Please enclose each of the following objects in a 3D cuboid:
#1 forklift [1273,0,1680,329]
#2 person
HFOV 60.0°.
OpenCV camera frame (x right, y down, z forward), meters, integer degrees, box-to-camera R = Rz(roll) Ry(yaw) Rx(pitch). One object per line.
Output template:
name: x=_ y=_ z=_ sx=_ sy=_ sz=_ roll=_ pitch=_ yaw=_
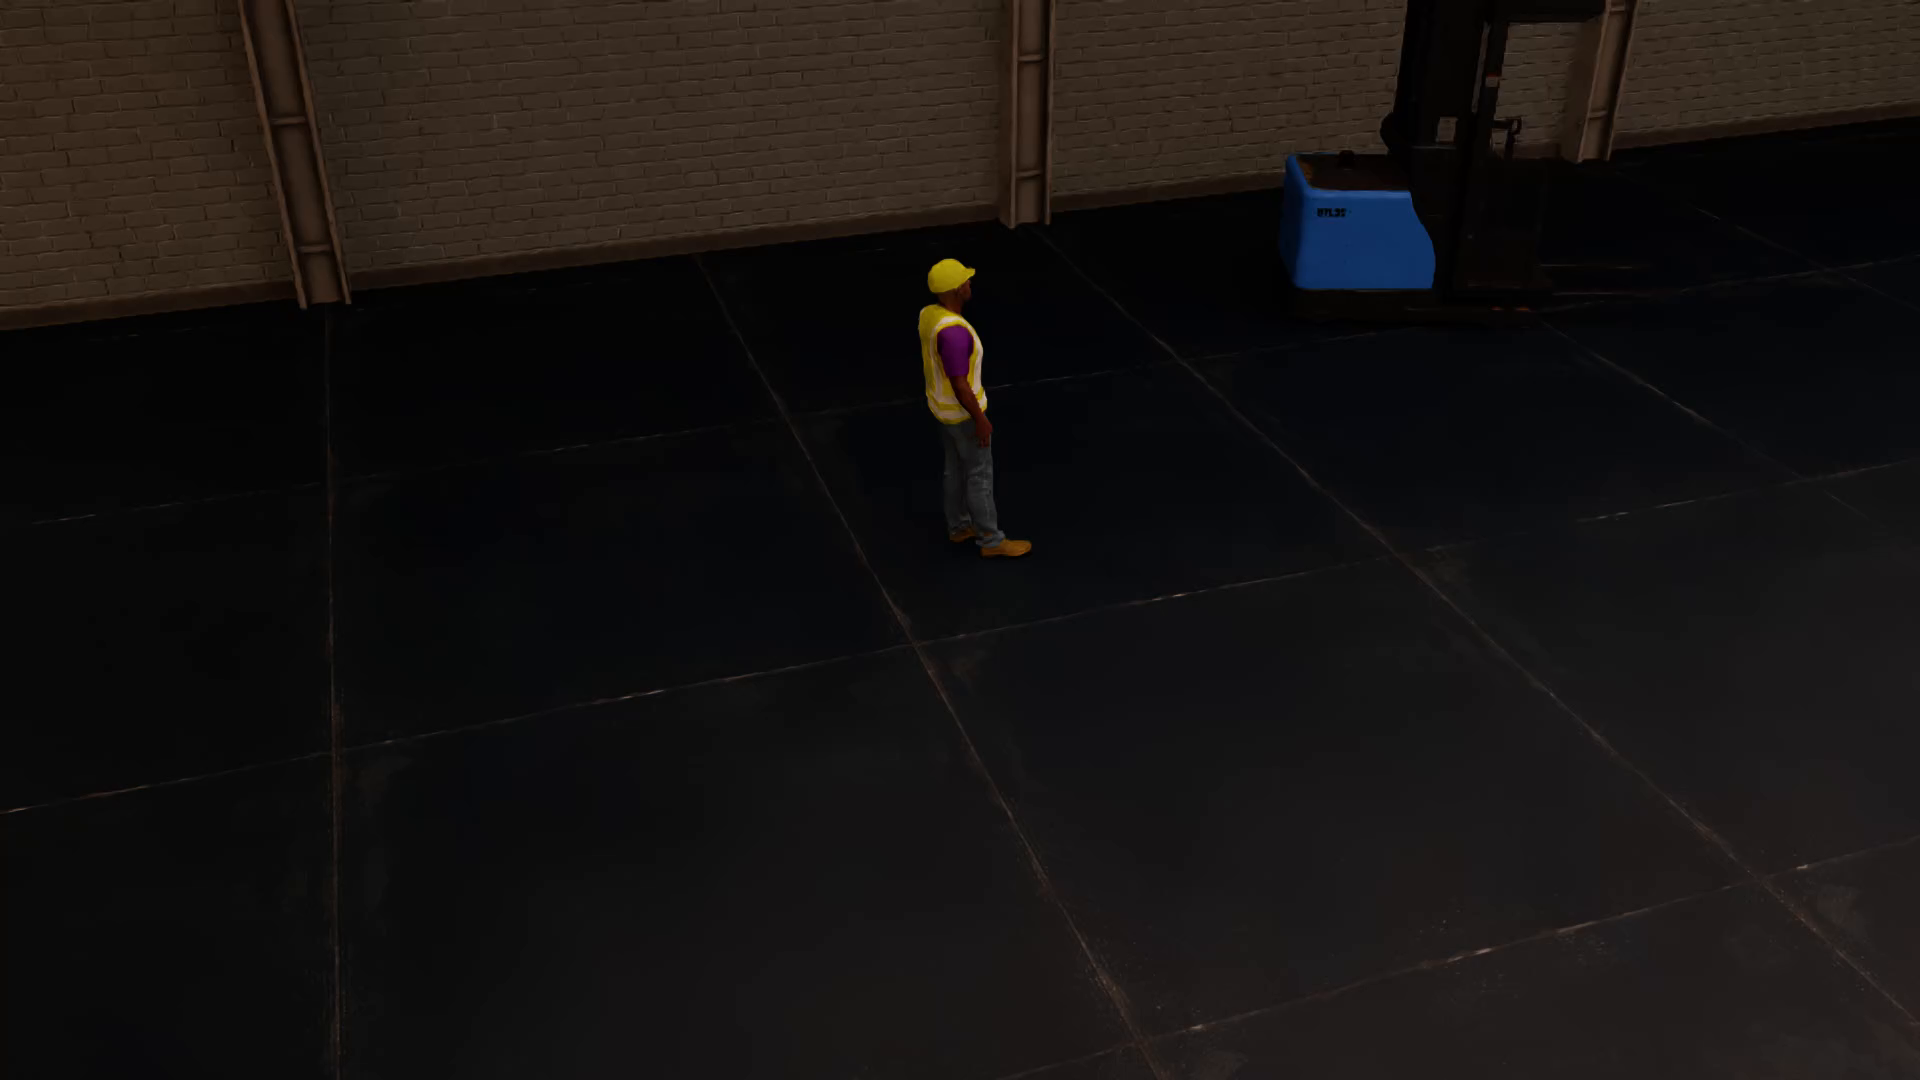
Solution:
forklift: x=4.081 y=-3.170 z=12.596 sx=3.031 sy=2.935 sz=1.130 roll=1 pitch=30 yaw=1
person: x=0.068 y=-0.780 z=9.597 sx=0.576 sy=1.766 sz=0.665 roll=-10 pitch=31 yaw=-16
